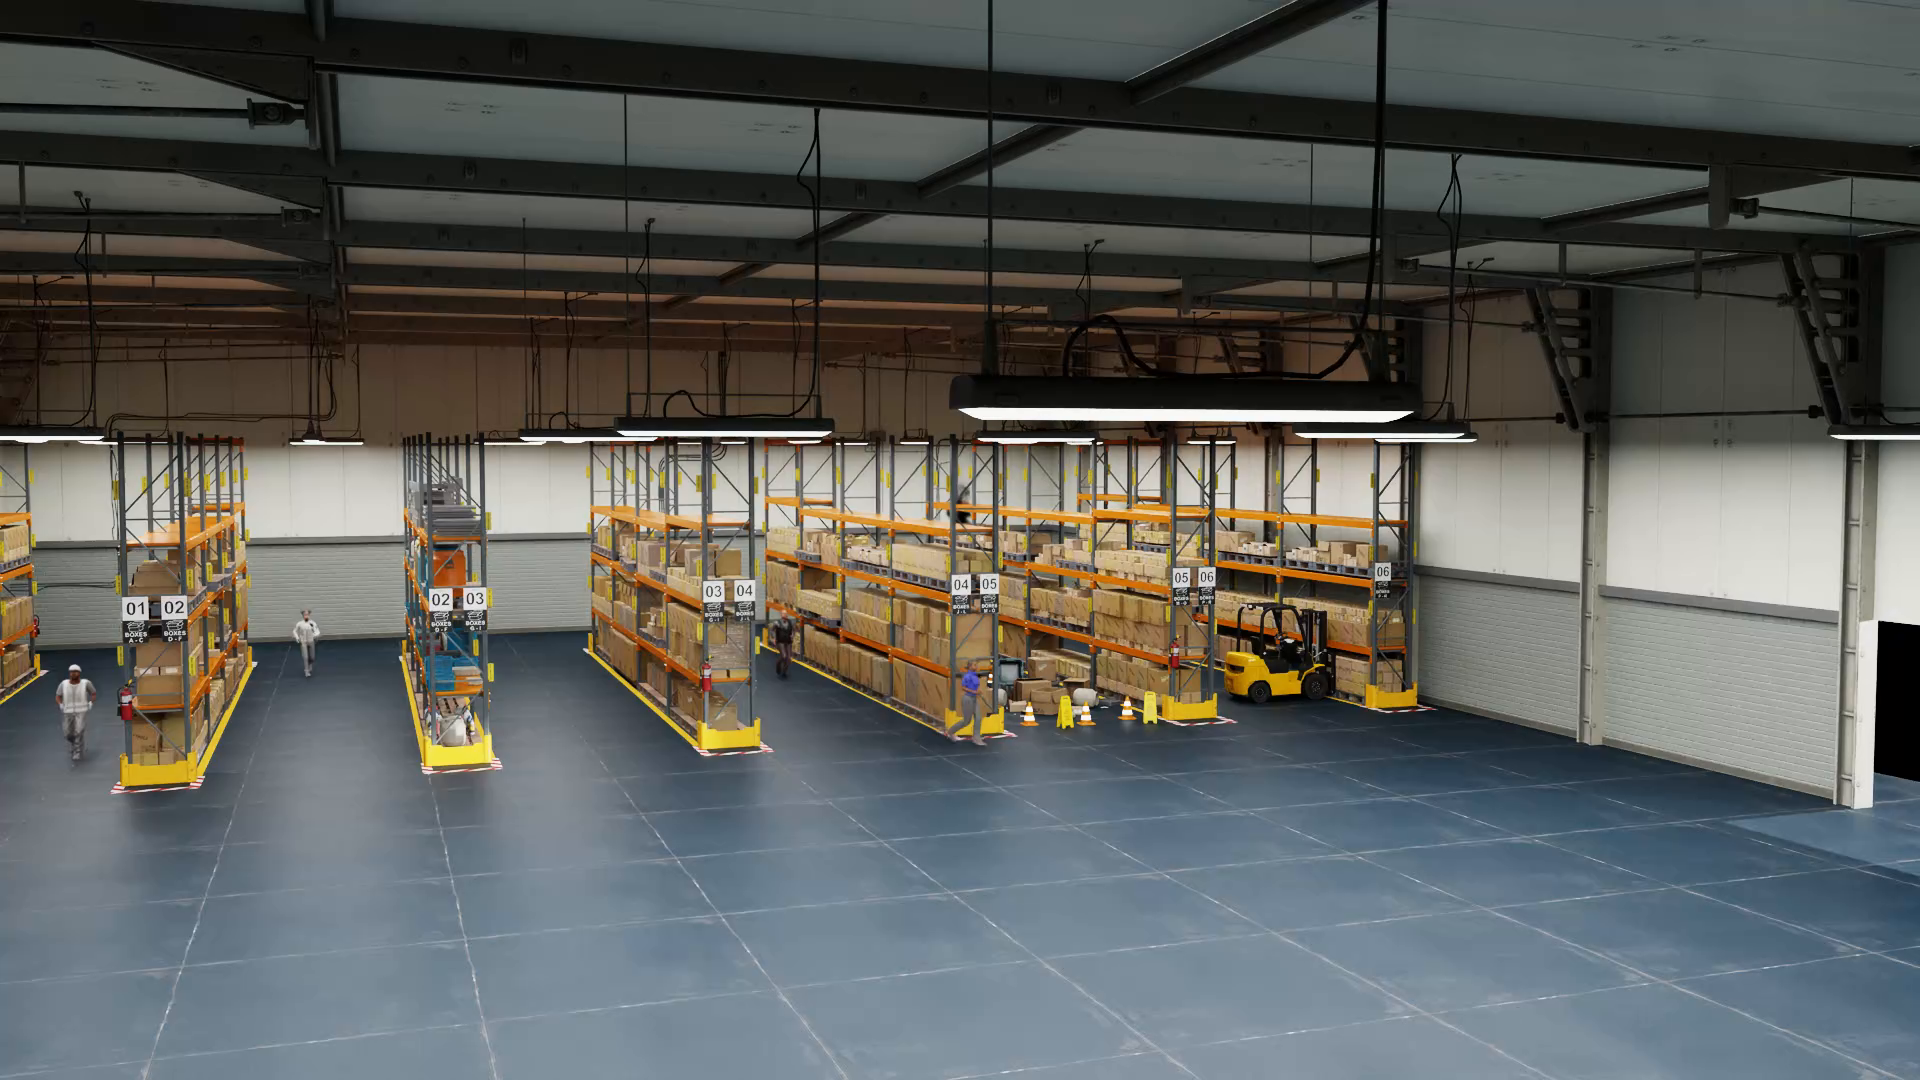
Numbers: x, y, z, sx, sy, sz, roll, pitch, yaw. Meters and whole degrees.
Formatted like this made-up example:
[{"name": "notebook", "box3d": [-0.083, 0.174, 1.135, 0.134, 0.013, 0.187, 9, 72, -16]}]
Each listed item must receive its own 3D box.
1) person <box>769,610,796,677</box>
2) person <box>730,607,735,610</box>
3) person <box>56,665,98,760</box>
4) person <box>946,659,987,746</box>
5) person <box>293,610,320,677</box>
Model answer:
[{"name": "person", "box3d": [-4.358, 2.585, 41.365, 0.645, 1.677, 0.577, -2, 4, -26]}, {"name": "person", "box3d": [-6.786, 2.306, 47.617, 0.601, 1.586, 0.612, 1, 3, 18]}, {"name": "person", "box3d": [-16.247, 3.159, 30.577, 0.686, 1.737, 0.697, -1, 3, -20]}, {"name": "person", "box3d": [0.167, 3.133, 32.092, 0.829, 1.639, 0.602, 1, 3, 23]}, {"name": "person", "box3d": [-16.417, 2.573, 41.778, 0.626, 1.661, 0.785, -2, 4, -27]}]
